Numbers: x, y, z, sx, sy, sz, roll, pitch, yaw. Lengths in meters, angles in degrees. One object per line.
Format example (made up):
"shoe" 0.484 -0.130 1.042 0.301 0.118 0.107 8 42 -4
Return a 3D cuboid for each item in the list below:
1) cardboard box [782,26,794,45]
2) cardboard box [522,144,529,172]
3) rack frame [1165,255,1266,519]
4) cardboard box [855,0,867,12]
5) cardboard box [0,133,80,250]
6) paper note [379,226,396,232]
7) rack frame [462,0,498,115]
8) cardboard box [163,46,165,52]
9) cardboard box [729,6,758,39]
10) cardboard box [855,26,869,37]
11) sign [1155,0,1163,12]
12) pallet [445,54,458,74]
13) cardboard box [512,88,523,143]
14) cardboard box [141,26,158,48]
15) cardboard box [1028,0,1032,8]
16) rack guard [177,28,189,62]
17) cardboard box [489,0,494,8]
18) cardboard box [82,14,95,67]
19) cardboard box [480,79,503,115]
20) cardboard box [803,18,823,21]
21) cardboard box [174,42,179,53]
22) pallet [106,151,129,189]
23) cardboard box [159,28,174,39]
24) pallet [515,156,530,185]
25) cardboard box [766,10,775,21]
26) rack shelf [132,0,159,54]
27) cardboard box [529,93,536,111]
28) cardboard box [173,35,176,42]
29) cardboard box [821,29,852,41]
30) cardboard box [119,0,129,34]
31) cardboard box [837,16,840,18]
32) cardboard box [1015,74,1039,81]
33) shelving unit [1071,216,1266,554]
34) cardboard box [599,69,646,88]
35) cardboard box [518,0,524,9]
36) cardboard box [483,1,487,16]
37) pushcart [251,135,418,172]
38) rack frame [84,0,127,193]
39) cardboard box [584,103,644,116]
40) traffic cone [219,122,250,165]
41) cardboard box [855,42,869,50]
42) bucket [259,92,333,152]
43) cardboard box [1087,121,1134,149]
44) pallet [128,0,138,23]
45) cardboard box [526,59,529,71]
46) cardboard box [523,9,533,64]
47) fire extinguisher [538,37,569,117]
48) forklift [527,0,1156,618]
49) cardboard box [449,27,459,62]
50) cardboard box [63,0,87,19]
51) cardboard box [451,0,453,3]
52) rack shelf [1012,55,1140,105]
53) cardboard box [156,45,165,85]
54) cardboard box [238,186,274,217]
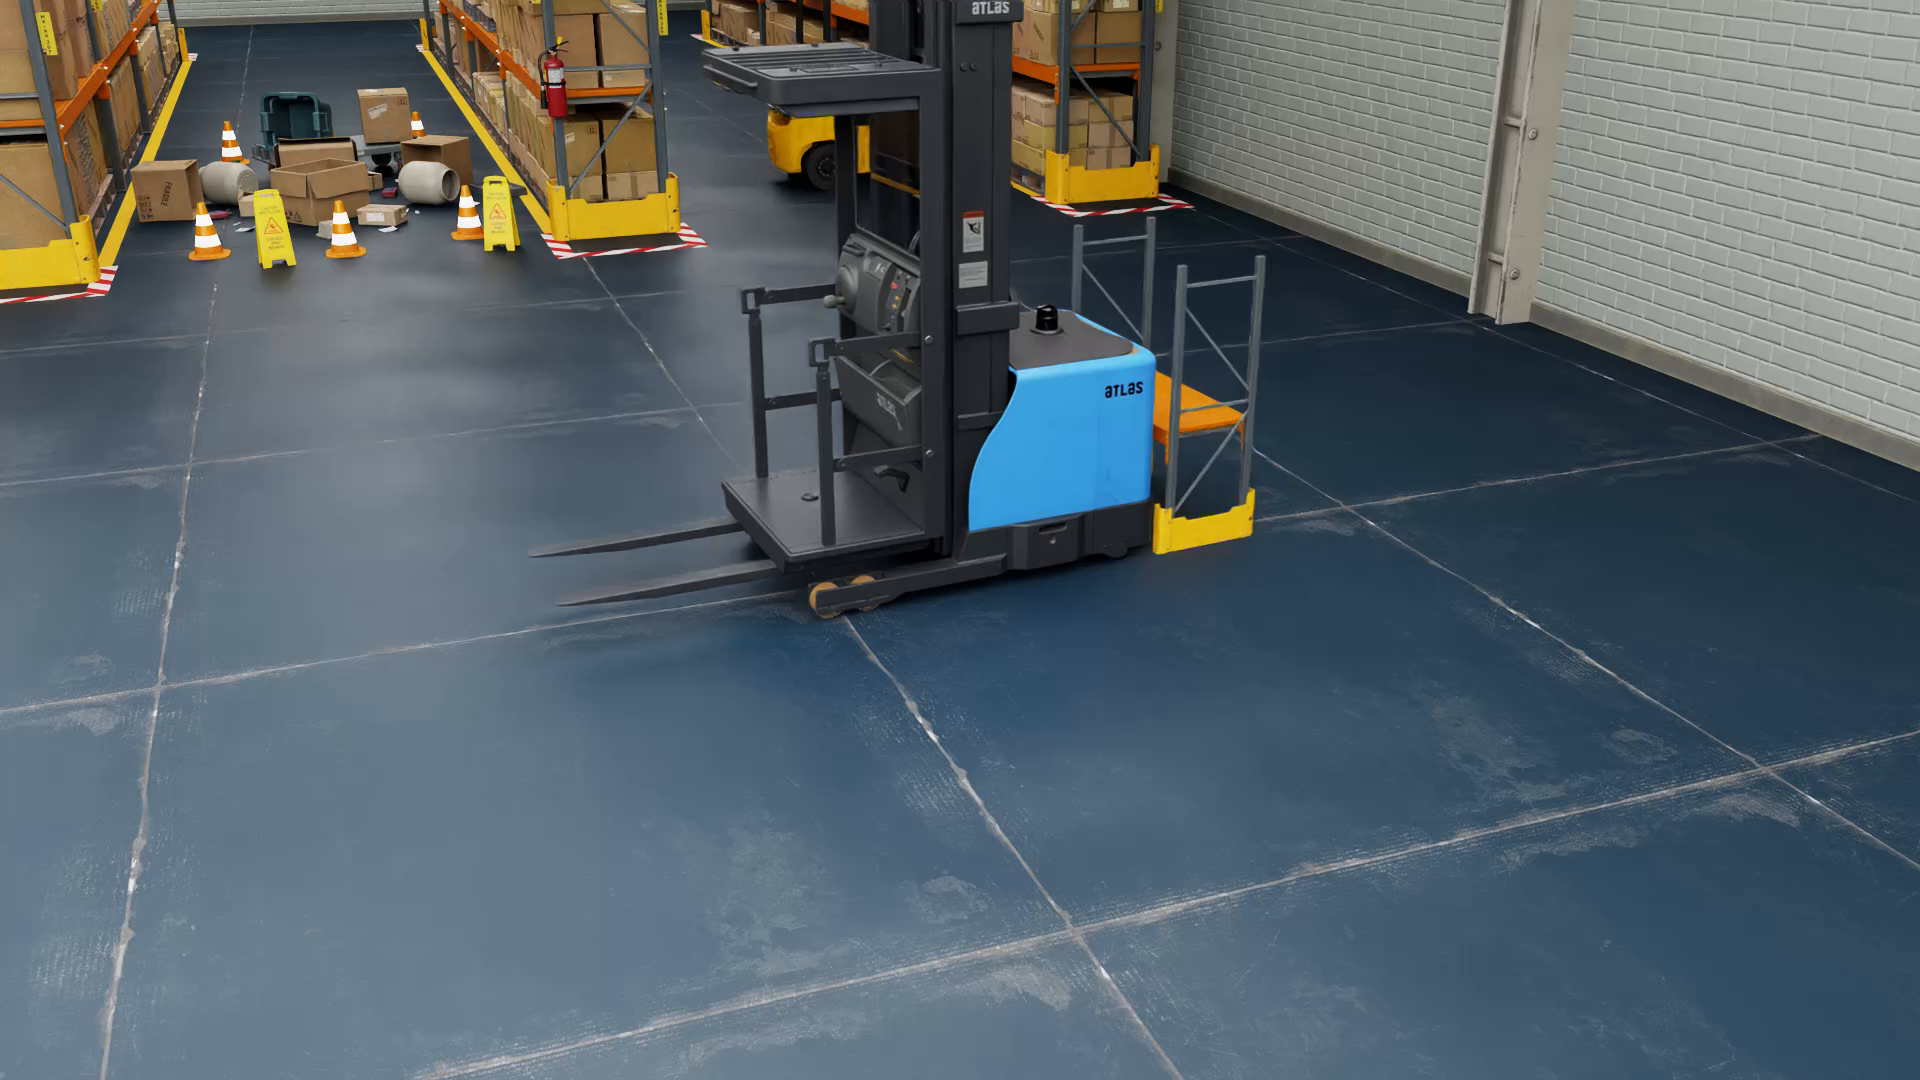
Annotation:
"cardboard box" -2.457 -7.735 25.918 0.500 0.500 0.500 -9 25 -21
"cardboard box" -4.258 -3.975 17.319 0.500 0.250 0.500 -9 24 -20
"rack frame" 1.282 -0.674 8.418 0.500 1.500 0.032 -11 25 -24
"cardboard box" -1.084 -7.187 22.134 0.500 0.250 0.500 -9 25 -21
"cardboard box" -8.086 -2.968 14.124 0.875 0.875 0.875 -8 24 -19
"paper note" -5.386 -2.934 15.672 0.148 0.019 0.142 -18 29 -37
"rack frame" -6.016 -7.139 21.825 1.000 3.000 0.127 -8 24 -19
"cardboard box" -12.314 -7.433 25.271 0.380 0.149 0.250 -7 24 -17
"cardboard box" -3.713 -9.012 28.948 0.500 0.500 0.500 -8 24 -18
"cardboard box" -1.335 -7.494 24.510 0.380 0.149 0.250 -8 24 -17
"sign" 1.974 -5.424 16.539 0.100 0.325 0.005 -8 24 -19
"pallet" -7.624 -7.594 26.496 1.003 0.211 1.213 -8 24 -19
"cardboard box" -4.447 -4.513 17.629 0.500 0.500 0.500 -7 24 -17
"cardboard box" -11.524 -7.027 23.273 0.500 0.250 0.500 -9 24 -20
"cardboard box" 0.916 -5.538 17.064 0.380 0.149 0.250 -8 24 -18
"rack guard" -13.410 -8.150 27.443 1.175 0.500 0.348 -8 24 -19
"cardboard box" -4.981 -6.198 18.541 0.500 0.500 0.500 -9 24 -20
"cardboard box" -9.056 -4.906 16.335 0.875 0.550 0.550 -8 24 -19
"cardboard box" -5.557 -5.647 21.130 0.950 0.372 0.625 -9 24 -20
"cardboard box" -2.266 -7.888 25.446 0.380 0.149 0.250 -8 24 -19
"cardboard box" -12.871 -7.967 26.920 0.380 0.149 0.250 -8 24 -17
"pallet" -9.541 -3.954 17.860 1.003 0.211 1.213 -8 24 -19
"cardboard box" -12.589 -7.957 26.131 0.380 0.149 0.250 -7 24 -17
"pallet" -4.332 -4.161 18.351 1.003 0.211 1.213 -8 24 -19
"cardboard box" -2.909 -8.448 26.774 0.380 0.149 0.250 -7 24 -16
"rack shelf" -11.318 -6.818 21.990 1.077 0.370 4.000 -8 24 -19
"cardboard box" -3.995 -4.274 16.227 0.380 0.149 0.250 -8 24 -18
"cardboard box" -12.984 -8.194 27.075 0.380 0.149 0.250 -9 24 -20
"cardboard box" -1.785 -7.306 24.065 0.380 0.149 0.250 -10 25 -22
"cardboard box" -10.026 -6.161 19.376 0.500 0.500 0.500 -8 24 -19
"cardboard box" -1.890 -8.056 25.845 0.380 0.149 0.250 -8 24 -18
"cardboard box" 0.939 -5.053 18.590 0.500 0.250 0.500 -9 24 -20
"shelving unit" 1.056 -0.855 8.847 0.587 1.500 1.083 -11 25 -24
"cardboard box" -3.116 -4.268 15.337 0.380 0.149 0.250 -8 24 -19
"cardboard box" -3.746 -5.216 15.465 0.700 0.500 0.500 -8 24 -18
"cardboard box" -5.337 -6.191 19.359 0.380 0.149 0.250 -8 24 -19
"pushcart" -6.718 -4.146 18.100 1.648 0.377 0.936 -18 29 -37
"rack frame" -9.198 -4.969 16.678 1.000 3.000 0.127 -8 24 -19
"cardboard box" -3.414 -4.033 16.490 0.500 0.500 0.500 -9 25 -21
"traffic cone" -8.259 -4.495 18.818 0.336 0.463 0.334 -8 24 -19
"cardboard box" -0.928 -6.455 22.721 0.875 0.625 0.625 -8 24 -17
"bucket" -6.993 -4.428 17.652 0.726 0.611 0.620 0 13 -1
"cardboard box" 1.481 -4.270 17.375 0.500 0.250 0.500 -8 24 -18
"pallet" -10.962 -6.579 20.743 1.213 0.211 1.003 -8 24 -19
"cardboard box" -4.039 -4.678 16.310 0.380 0.149 0.250 -9 24 -20
"cardboard box" -3.812 -4.757 15.662 0.500 0.500 0.500 -8 24 -19
"fire extinguisher" -3.580 -4.091 14.694 0.296 0.674 0.183 -8 24 -19
"forklift" -0.577 -1.214 7.856 3.031 2.935 1.130 -10 25 -22
"cardboard box" -7.550 -7.848 26.265 0.875 0.438 0.875 -9 24 -20
"cardboard box" -8.797 -5.213 15.674 0.875 0.550 0.550 -8 24 -19
"cardboard box" -6.795 -7.586 23.080 0.500 0.250 0.500 -9 24 -20
"rack shelf" 0.746 -5.309 18.411 1.077 0.370 4.000 -8 24 -19
"cardboard box" -11.527 -6.683 23.422 0.500 0.500 0.500 -9 24 -20
"cardboard box" -6.868 -3.338 16.327 0.396 0.266 0.258 -4 23 -10
